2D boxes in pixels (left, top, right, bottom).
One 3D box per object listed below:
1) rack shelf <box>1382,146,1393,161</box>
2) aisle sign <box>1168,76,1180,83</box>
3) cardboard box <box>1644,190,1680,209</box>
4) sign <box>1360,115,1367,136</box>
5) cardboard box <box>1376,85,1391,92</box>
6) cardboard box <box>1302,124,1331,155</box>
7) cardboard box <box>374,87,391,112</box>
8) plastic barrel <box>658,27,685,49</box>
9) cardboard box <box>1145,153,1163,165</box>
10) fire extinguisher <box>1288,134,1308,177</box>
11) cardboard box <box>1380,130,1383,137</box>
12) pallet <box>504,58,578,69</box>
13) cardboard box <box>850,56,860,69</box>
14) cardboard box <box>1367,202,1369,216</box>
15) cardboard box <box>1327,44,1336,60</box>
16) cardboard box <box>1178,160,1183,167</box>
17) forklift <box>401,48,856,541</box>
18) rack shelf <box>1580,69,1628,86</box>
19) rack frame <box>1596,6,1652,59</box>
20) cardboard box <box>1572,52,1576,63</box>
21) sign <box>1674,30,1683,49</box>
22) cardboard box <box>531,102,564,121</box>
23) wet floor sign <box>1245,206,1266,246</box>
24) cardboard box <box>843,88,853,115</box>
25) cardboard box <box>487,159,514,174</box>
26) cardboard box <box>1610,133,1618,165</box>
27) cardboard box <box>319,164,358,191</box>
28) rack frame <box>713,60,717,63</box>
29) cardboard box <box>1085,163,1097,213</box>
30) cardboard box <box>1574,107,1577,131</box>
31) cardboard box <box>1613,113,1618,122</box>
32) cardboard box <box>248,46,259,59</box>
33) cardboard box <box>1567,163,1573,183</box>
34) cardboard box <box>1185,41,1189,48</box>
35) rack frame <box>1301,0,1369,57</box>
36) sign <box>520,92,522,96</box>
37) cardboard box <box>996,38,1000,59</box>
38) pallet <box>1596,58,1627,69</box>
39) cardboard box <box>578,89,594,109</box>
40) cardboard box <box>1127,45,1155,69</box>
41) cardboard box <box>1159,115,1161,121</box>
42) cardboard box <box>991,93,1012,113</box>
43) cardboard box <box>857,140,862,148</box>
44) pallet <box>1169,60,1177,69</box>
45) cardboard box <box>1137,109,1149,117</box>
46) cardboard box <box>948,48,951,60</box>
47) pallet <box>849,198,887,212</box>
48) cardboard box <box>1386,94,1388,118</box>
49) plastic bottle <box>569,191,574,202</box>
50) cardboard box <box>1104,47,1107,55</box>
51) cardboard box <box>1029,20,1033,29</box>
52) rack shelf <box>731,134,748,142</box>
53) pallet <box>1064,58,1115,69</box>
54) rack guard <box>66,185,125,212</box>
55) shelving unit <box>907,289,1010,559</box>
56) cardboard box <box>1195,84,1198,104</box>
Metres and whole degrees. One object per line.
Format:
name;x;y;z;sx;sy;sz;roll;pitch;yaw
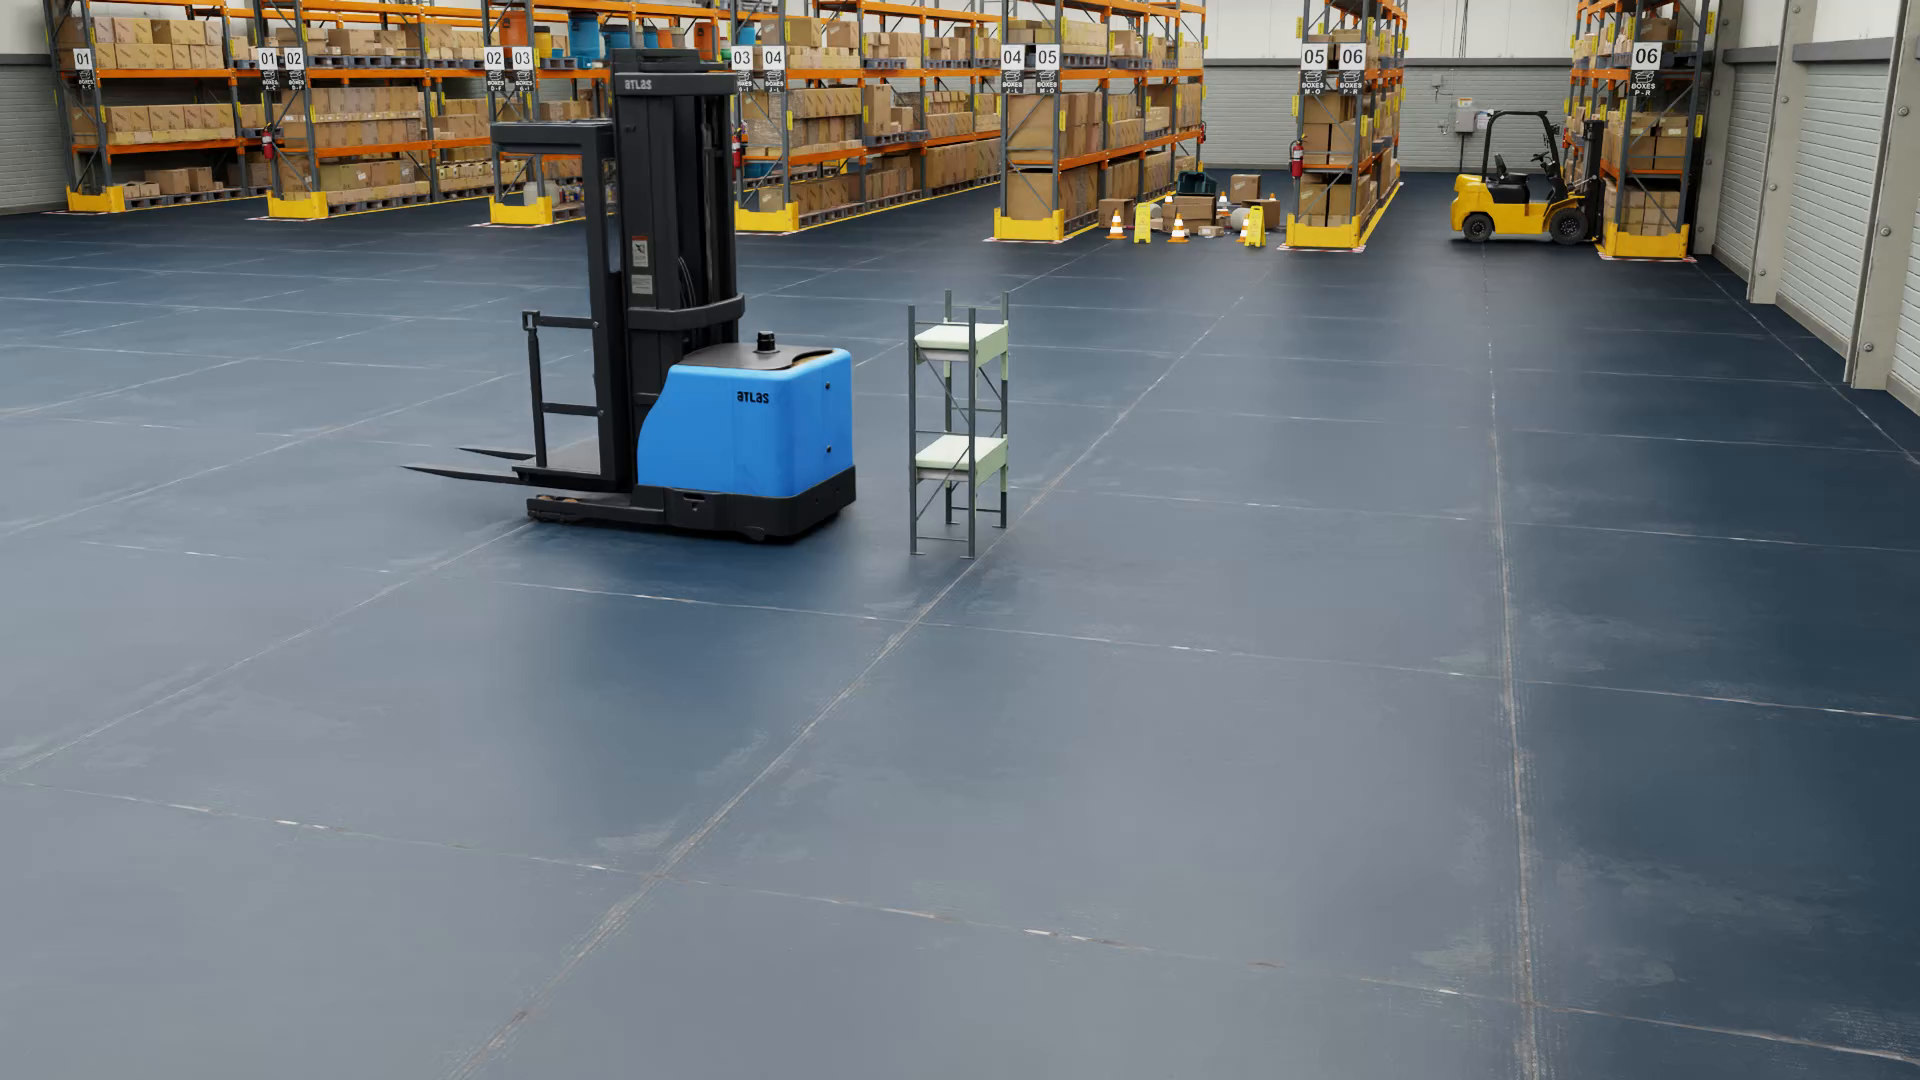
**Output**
rack shelf;8.806;-8.554;36.310;1.077;0.370;4.000;5;16;16
aisle sign;5.470;-12.121;42.801;0.394;0.787;0.004;5;16;16
cardboard box;11.043;-5.372;26.207;0.500;0.250;0.500;4;16;15
sign;6.485;-6.659;26.722;0.100;0.325;0.005;5;16;16
cardboard box;9.713;-10.327;38.038;0.380;0.149;0.250;4;16;15
cardboard box;5.855;-6.639;27.510;0.500;0.500;0.500;4;16;15
cardboard box;-12.302;-9.161;34.569;0.700;0.500;0.500;5;16;16
plastic barrel;-6.454;-11.016;37.255;0.600;0.901;0.600;0;16;0
cardboard box;4.335;-8.654;37.780;0.500;0.250;0.500;4;16;13
fire extinguisher;5.490;-6.253;27.019;0.296;0.674;0.183;5;16;16
cardboard box;8.191;-8.071;32.978;0.380;0.149;0.250;5;17;17
pallet;-7.957;-8.998;31.404;1.003;0.211;1.213;5;16;16
cardboard box;-2.279;-9.331;32.506;0.500;0.250;0.500;5;17;18
cardboard box;7.191;-6.034;30.376;0.500;0.250;0.500;5;17;18
cardboard box;5.852;-7.953;27.104;0.500;0.250;0.500;4;16;15
cardboard box;5.259;-9.240;40.772;0.380;0.149;0.250;5;17;17
forklift;-2.259;-1.636;10.724;3.031;2.935;1.130;6;17;20
rack shelf;13.566;-9.613;34.547;1.077;0.370;4.000;5;16;16
rack frame;12.998;-10.879;32.195;1.000;3.000;0.127;5;16;16
cardboard box;14.883;-11.505;39.628;0.500;0.250;0.500;4;16;15
sign;12.394;-8.634;28.683;0.100;0.325;0.005;5;16;16
cardboard box;-10.246;-10.563;41.120;0.700;0.500;0.500;8;18;26
wet floor sign;4.885;-5.185;27.426;0.267;0.644;0.232;11;19;35
cardboard box;-2.405;-8.501;32.244;0.500;0.500;0.500;5;16;16
cardboard box;-10.814;-8.771;38.998;0.500;0.311;0.500;4;16;15
cardboard box;10.914;-6.367;27.095;0.500;0.500;0.500;4;16;15
cardboard box;-12.528;-7.316;33.520;0.500;0.500;0.500;5;16;16
rack frame;-6.012;-9.530;38.430;1.000;3.000;0.127;5;16;16
cardboard box;2.081;-6.709;31.609;0.875;0.875;0.875;5;17;17
cardboard box;13.783;-9.181;36.247;0.700;0.500;0.500;5;17;17
cardboard box;11.215;-7.117;28.008;0.380;0.149;0.250;4;16;15
cardboard box;-16.240;-11.152;38.045;0.500;0.311;0.500;5;17;18
cardboard box;14.432;-8.441;38.403;0.700;0.500;0.500;4;16;14
cardboard box;5.335;-11.982;40.206;0.380;0.149;0.250;5;17;19
rack frame;5.965;-9.170;26.169;1.000;3.000;0.127;5;16;16
sign;-12.721;-13.016;48.167;0.100;0.325;0.005;5;16;16
cardboard box;0.638;-12.702;42.981;0.700;0.500;0.500;4;16;14
pallet;12.891;-9.161;31.979;1.213;0.211;1.003;5;17;18
cardboard box;-9.728;-11.643;43.865;0.500;0.500;0.500;5;17;16
cardboard box;3.881;-10.355;35.658;0.500;0.500;0.500;5;16;16
cardboard box;4.381;-9.612;37.868;0.380;0.149;0.250;4;16;13
cardboard box;1.124;-11.523;43.812;0.500;0.500;0.500;5;17;17
cardboard box;-2.179;-7.899;33.142;0.380;0.149;0.250;5;16;16
pallet;4.323;-10.981;38.393;1.213;0.211;1.003;5;16;16
cardboard box;3.928;-9.342;36.370;0.380;0.149;0.250;5;16;16
cardboard box;-0.525;-11.514;39.324;0.500;0.311;0.500;4;16;14
pallet;-2.180;-6.961;34.486;1.003;0.211;1.213;5;16;16
cardboard box;8.744;-9.147;35.065;0.500;0.500;0.500;5;16;16
plastic bottle;-7.875;-6.962;33.701;0.097;0.201;0.097;0;16;0
cardboard box;2.530;-9.140;31.068;0.380;0.149;0.250;5;16;16
cardboard box;1.033;-8.777;28.327;0.380;0.149;0.250;5;17;16
rack shelf;-5.444;-9.707;40.373;1.077;0.370;4.000;5;16;16
pallet;2.540;-9.283;32.413;0.805;0.209;1.217;4;16;14
rack guard;-17.763;-7.022;34.171;1.175;0.500;0.348;5;16;16
shelving unit;-0.002;-0.720;10.119;0.431;1.500;0.755;5;16;16
cardboard box;5.701;-11.228;41.858;0.500;0.500;0.500;4;16;14
